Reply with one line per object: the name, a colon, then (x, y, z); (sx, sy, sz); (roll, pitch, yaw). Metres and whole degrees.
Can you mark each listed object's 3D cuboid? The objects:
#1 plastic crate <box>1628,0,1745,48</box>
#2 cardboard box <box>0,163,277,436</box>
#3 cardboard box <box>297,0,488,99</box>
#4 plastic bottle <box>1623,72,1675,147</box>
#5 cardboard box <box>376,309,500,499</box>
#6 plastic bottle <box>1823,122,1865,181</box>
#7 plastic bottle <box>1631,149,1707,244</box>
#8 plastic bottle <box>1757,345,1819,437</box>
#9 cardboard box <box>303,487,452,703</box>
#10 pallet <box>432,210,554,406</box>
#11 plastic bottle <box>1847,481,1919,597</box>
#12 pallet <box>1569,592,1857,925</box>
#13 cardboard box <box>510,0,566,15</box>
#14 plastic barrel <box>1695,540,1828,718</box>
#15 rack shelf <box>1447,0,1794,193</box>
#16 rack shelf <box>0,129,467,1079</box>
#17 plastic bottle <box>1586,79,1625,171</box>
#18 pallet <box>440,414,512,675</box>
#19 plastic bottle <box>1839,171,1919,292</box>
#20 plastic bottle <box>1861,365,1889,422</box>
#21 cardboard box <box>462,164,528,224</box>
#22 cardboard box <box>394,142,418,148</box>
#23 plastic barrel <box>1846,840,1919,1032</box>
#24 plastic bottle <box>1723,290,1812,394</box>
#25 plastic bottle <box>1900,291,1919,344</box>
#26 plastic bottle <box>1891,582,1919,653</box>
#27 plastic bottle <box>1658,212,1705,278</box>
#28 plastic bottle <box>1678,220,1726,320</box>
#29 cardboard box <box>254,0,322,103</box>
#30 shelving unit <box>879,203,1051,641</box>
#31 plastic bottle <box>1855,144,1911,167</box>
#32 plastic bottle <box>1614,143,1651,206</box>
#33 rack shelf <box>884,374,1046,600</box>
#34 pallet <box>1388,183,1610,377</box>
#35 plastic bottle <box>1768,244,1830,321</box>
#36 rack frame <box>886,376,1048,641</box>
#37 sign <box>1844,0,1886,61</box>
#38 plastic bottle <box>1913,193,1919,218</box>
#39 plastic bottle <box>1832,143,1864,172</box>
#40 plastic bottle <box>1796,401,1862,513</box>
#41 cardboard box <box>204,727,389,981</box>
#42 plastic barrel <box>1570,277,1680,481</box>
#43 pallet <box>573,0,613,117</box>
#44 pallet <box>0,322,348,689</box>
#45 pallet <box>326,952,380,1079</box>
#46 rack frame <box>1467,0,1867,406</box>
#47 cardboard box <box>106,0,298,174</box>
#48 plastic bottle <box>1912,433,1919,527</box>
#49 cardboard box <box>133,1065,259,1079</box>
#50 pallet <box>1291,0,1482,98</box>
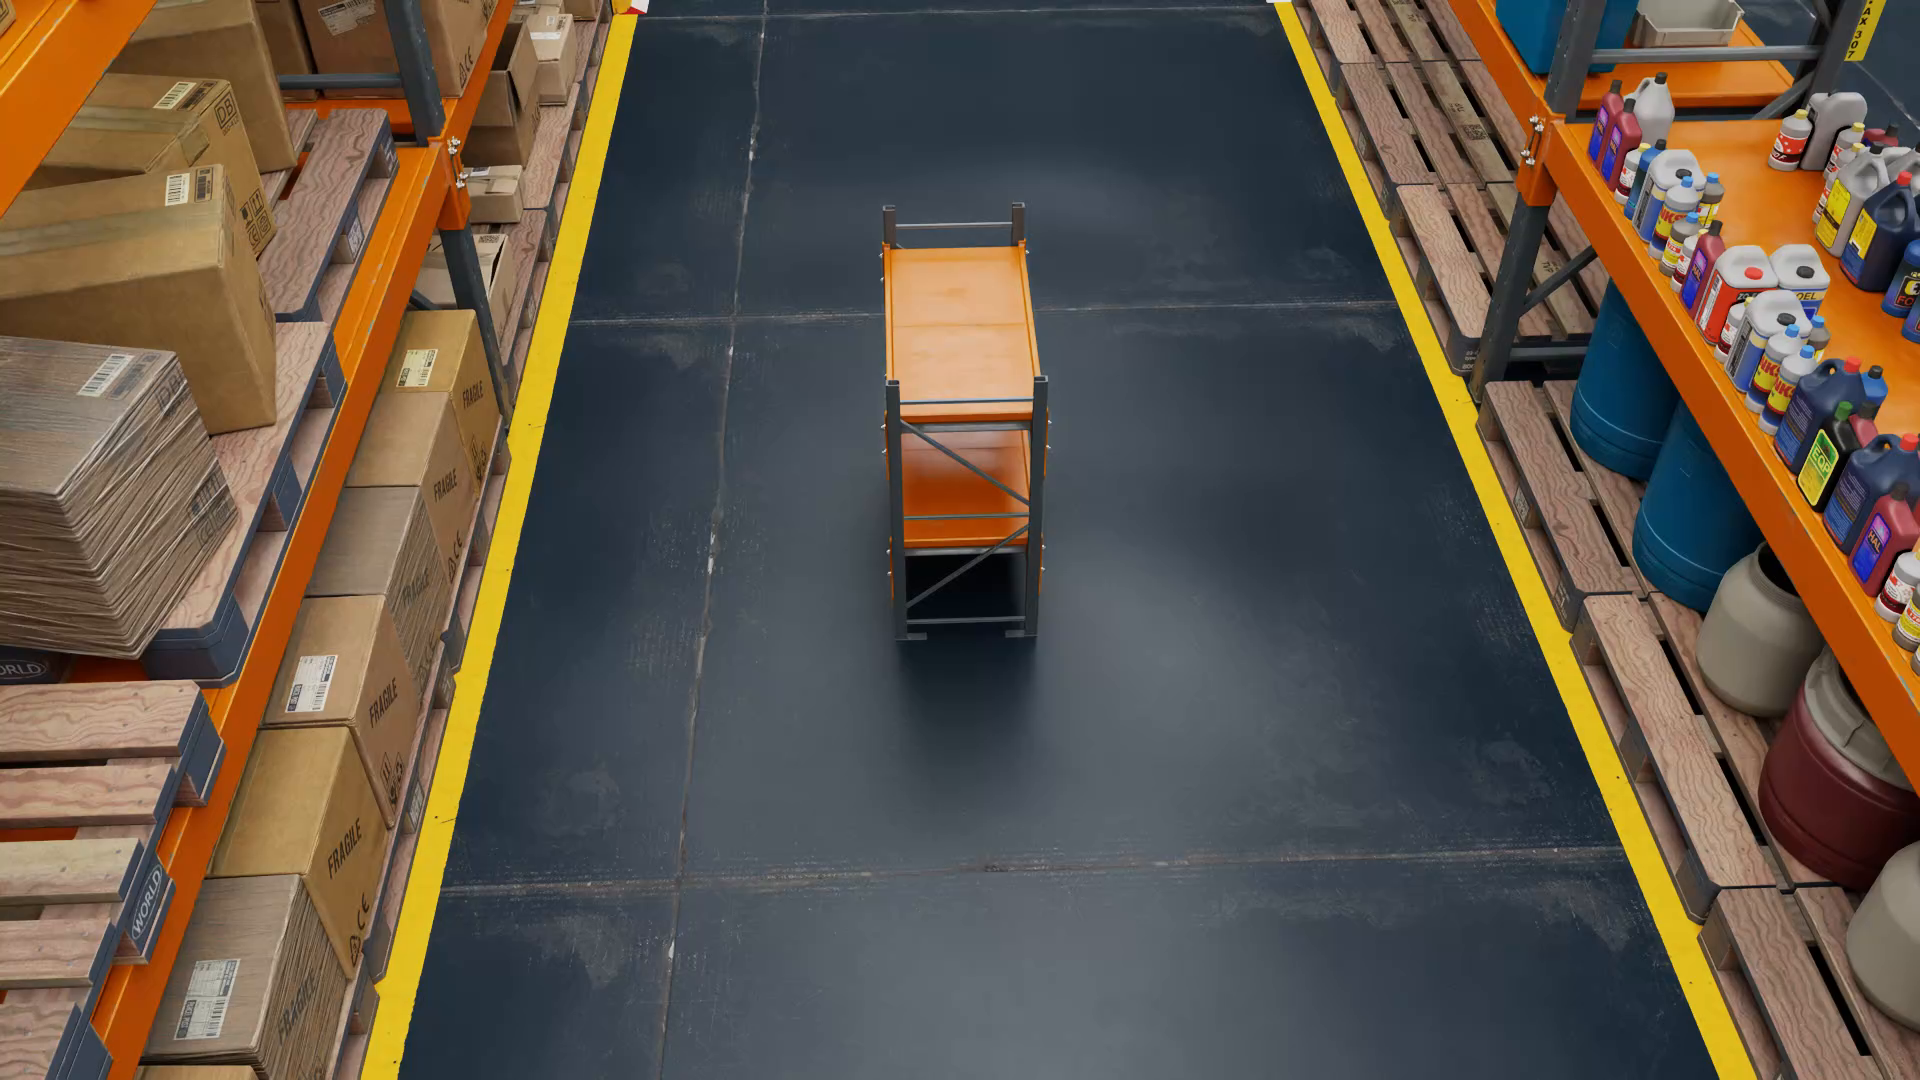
plastic crate: (2.745, -1.958, 6.317); (0.396, 0.136, 0.243); (-2, 43, -2)
cardboard box: (-2.191, -0.576, 4.274); (0.700, 0.500, 0.500); (-12, 44, -13)
cardboard box: (-2.077, -1.964, 6.099); (0.500, 0.500, 0.500); (-1, 43, -1)
plastic bottle: (2.314, -1.423, 5.619); (0.144, 0.351, 0.185); (-2, 43, -2)
cardboard box: (-2.020, -0.491, 6.090); (0.500, 0.500, 0.500); (-2, 43, -2)
plastic bottle: (2.993, -1.308, 5.604); (0.097, 0.201, 0.097); (0, 43, 0)
plastic bottle: (2.276, -1.099, 5.321); (0.152, 0.276, 0.135); (-2, 43, -2)
plastic bottle: (2.291, -0.418, 4.581); (0.097, 0.271, 0.097); (0, 43, 0)
cardboard box: (-1.987, 0.181, 5.357); (0.500, 0.500, 0.500); (-1, 43, -1)
pallet: (-2.356, -1.011, 7.197); (1.003, 0.211, 1.213); (-2, 43, -2)
plastic bottle: (2.299, -0.004, 4.121); (0.061, 0.283, 0.133); (-2, 43, -2)
pallet: (2.667, 0.661, 5.373); (1.003, 0.211, 1.213); (-2, 43, -2)
cardboard box: (-2.301, -2.758, 8.810); (0.380, 0.166, 0.250); (-2, 43, -2)
plastic barrel: (2.592, 0.277, 5.258); (0.421, 0.512, 0.421); (0, 43, 0)
rack shelf: (2.537, -2.800, 7.617); (1.077, 0.370, 4.000); (-2, 43, -2)
rack shelf: (-2.243, 0.040, 4.519); (1.077, 0.370, 4.000); (-2, 43, -2)
plastic bottle: (2.211, -1.412, 5.657); (0.061, 0.283, 0.133); (-2, 43, -2)
pallet: (-2.255, 0.001, 6.093); (1.003, 0.211, 1.213); (-2, 43, -2)
plastic bottle: (2.851, -0.957, 5.110); (0.144, 0.351, 0.185); (-2, 43, -2)
plastic bottle: (2.440, -0.356, 4.514); (0.097, 0.271, 0.097); (0, 43, 0)
cardboard box: (-2.176, -1.566, 7.510); (0.380, 0.166, 0.250); (-2, 43, -2)
cardboard box: (-2.667, -1.629, 7.472); (0.500, 0.311, 0.500); (-2, 43, -2)
plastic barrel: (2.640, 1.039, 4.427); (0.421, 0.512, 0.421); (0, 43, 0)
plastic bottle: (2.310, -0.564, 4.737); (0.152, 0.276, 0.135); (-2, 43, -2)
plastic bottle: (2.880, -0.717, 4.907); (0.097, 0.271, 0.097); (0, 43, 0)
plastic bottle: (2.327, 0.169, 3.993); (0.097, 0.201, 0.097); (0, 43, 0)
plastic bottle: (2.258, -0.927, 5.188); (0.097, 0.201, 0.097); (0, 43, 0)
plastic bottle: (2.249, -0.813, 5.003); (0.061, 0.283, 0.133); (-2, 43, -2)
cardboard box: (-2.605, -1.942, 6.075); (0.500, 0.500, 0.500); (-1, 43, -1)
shelving unit: (0.000, -0.419, 5.875); (0.538, 1.125, 1.048); (-2, 43, -2)
plastic bottle: (2.977, -1.166, 5.394); (0.152, 0.276, 0.135); (-2, 43, -2)
plastic bottle: (2.240, -1.215, 5.502); (0.097, 0.201, 0.097); (0, 43, 0)
rack shelf: (0.000, -0.239, 6.040); (0.538, 0.278, 1.000); (-2, 43, -2)
pallet: (2.552, -1.182, 7.384); (1.003, 0.211, 1.213); (-2, 43, -2)
plastic bottle: (2.452, -0.725, 4.913); (0.152, 0.276, 0.135); (-2, 43, -2)
rack frame: (0.021, -0.076, 5.500); (0.500, 1.125, 0.032); (-2, 43, -2)
sign: (3.171, -1.832, 5.823); (0.100, 0.325, 0.005); (-2, 43, -2)
plastic bottle: (2.995, -0.961, 5.115); (0.144, 0.351, 0.185); (-2, 43, -2)
plastic bottle: (2.938, -1.216, 5.503); (0.097, 0.201, 0.097); (0, 43, 0)
plastic bottle: (2.286, -0.219, 4.355); (0.061, 0.283, 0.133); (-2, 43, -2)
cardboard box: (-1.936, 0.877, 4.598); (0.500, 0.500, 0.500); (-2, 43, -2)
plastic barrel: (2.628, -0.729, 6.067); (0.600, 0.901, 0.708); (-2, 43, -2)
pallet: (-2.459, -2.658, 8.994); (1.003, 0.211, 1.213); (-2, 43, -2)
pallet: (-2.245, -0.117, 4.300); (1.003, 0.211, 1.213); (-2, 43, -2)
pallet: (-2.152, 1.648, 4.296); (1.003, 0.211, 1.213); (-2, 43, -2)
rack frame: (2.622, -1.715, 5.901); (1.000, 3.000, 0.127); (-2, 43, -2)
cardboard box: (-2.531, -1.441, 5.217); (0.700, 0.500, 0.500); (-15, 45, -16)
plastic bottle: (2.436, -0.133, 4.262); (0.061, 0.283, 0.133); (-2, 43, -2)
cardboard box: (-1.891, 1.569, 3.843); (0.500, 0.500, 0.500); (0, 43, 0)
pallet: (2.448, -2.830, 9.181); (1.003, 0.211, 1.213); (-2, 43, -2)
